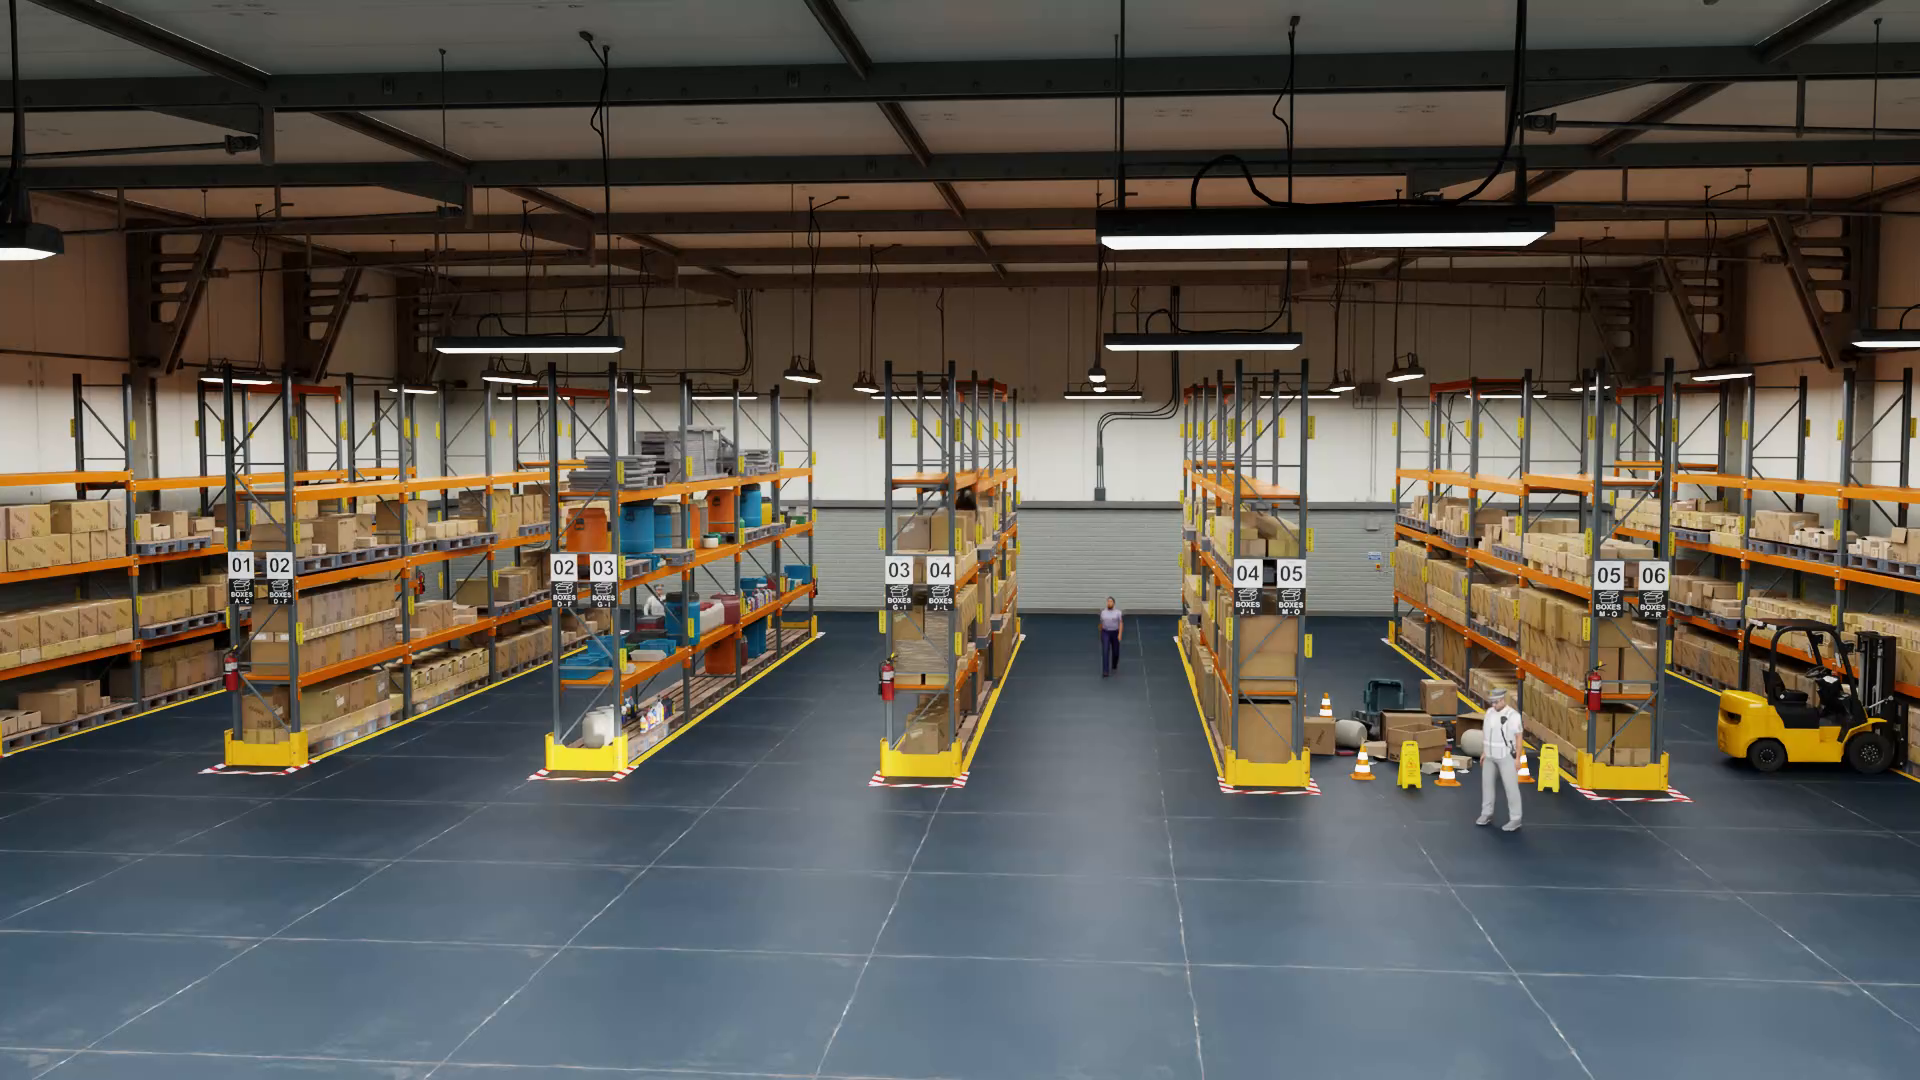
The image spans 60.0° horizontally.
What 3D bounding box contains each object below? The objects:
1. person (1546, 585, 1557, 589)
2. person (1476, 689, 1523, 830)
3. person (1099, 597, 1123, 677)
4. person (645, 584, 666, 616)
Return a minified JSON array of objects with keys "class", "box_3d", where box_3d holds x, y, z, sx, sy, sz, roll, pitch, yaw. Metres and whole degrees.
[{"class":"person","box_3d":[13.441,1.658,38.136,0.431,1.833,0.560,0,4,1]},{"class":"person","box_3d":[6.809,2.745,21.023,0.453,1.746,0.596,-3,5,-36]},{"class":"person","box_3d":[3.088,1.960,34.062,0.482,1.593,0.928,0,4,1]},{"class":"person","box_3d":[-6.644,1.785,36.556,0.629,1.671,0.958,0,4,5]}]
